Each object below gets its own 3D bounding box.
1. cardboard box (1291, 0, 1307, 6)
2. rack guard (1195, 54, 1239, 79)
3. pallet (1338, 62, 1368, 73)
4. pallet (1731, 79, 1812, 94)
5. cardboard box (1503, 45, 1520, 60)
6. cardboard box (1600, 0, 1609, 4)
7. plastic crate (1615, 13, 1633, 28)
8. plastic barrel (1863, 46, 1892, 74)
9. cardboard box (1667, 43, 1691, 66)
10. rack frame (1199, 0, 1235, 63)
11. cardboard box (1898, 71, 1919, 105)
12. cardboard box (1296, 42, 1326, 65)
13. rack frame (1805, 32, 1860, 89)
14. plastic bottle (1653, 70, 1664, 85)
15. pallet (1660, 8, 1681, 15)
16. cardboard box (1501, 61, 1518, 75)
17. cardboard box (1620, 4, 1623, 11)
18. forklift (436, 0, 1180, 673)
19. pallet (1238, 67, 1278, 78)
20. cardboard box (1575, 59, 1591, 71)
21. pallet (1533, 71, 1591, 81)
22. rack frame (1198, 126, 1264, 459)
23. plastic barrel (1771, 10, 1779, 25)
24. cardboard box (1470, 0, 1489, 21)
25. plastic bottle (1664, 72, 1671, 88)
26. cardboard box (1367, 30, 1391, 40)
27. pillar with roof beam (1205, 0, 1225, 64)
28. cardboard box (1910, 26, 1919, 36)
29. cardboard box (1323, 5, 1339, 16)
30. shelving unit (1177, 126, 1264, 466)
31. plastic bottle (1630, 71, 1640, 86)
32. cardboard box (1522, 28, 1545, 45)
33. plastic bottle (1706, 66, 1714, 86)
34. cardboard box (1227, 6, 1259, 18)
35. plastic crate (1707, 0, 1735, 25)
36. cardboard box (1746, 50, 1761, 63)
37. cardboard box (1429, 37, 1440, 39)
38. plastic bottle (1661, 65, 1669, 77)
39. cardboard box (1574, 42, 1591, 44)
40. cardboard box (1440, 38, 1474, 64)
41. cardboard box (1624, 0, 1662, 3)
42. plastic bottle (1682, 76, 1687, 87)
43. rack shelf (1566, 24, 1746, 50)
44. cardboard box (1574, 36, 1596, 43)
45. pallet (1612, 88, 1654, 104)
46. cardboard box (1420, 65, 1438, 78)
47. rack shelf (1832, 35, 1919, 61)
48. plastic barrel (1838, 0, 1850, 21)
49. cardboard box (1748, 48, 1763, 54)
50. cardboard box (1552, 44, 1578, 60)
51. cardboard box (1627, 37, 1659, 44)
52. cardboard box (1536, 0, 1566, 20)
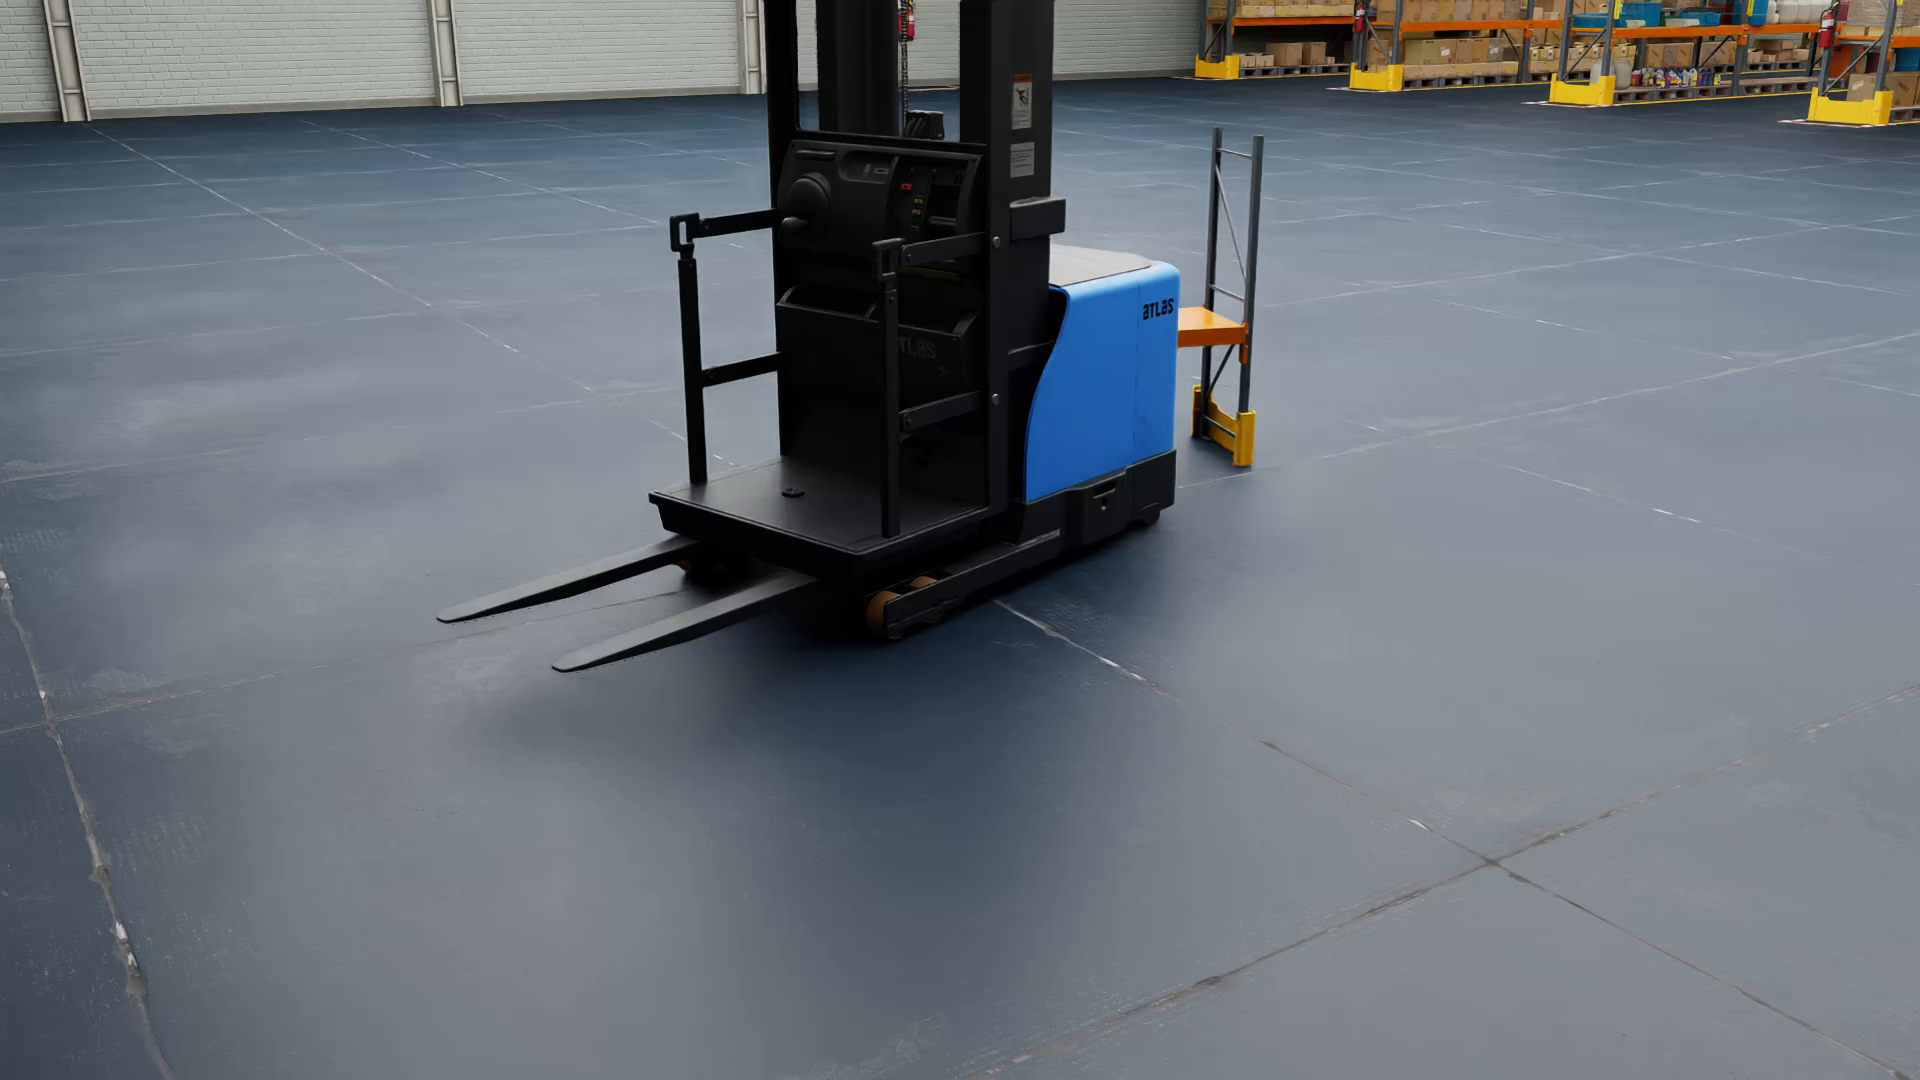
[{"bbox_3d":[7.650,-12.566,38.263,0.500,0.500,0.500,-11,22,-30],"label":"cardboard box"},{"bbox_3d":[5.872,-10.830,37.999,0.348,0.500,1.175,-12,22,-31],"label":"rack guard"},{"bbox_3d":[9.798,-11.522,40.496,1.213,0.211,1.003,-12,22,-31],"label":"pallet"},{"bbox_3d":[16.252,-9.099,33.330,1.213,0.211,1.003,-12,22,-31],"label":"pallet"},{"bbox_3d":[12.057,-10.691,36.447,0.500,0.311,0.500,-12,22,-31],"label":"cardboard box"},{"bbox_3d":[16.905,-14.475,44.409,0.700,0.700,0.980,-13,22,-33],"label":"cardboard box"},{"bbox_3d":[12.056,-9.561,30.576,0.408,0.251,0.499,-12,22,-31],"label":"plastic crate"},{"bbox_3d":[19.281,-10.106,35.064,0.708,0.588,0.600,-12,22,-31],"label":"plastic barrel"},{"bbox_3d":[16.610,-11.294,38.685,0.500,0.500,0.500,-12,22,-32],"label":"cardboard box"},{"bbox_3d":[5.808,-12.001,37.559,0.127,3.000,1.000,-12,22,-31],"label":"rack frame"},{"bbox_3d":[15.525,-7.366,27.097,0.500,0.500,0.500,-10,21,-26],"label":"cardboard box"},{"bbox_3d":[8.304,-11.536,39.400,0.500,0.500,0.500,-14,23,-35],"label":"cardboard box"},{"bbox_3d":[17.938,-10.760,33.889,0.127,3.000,1.000,-12,22,-31],"label":"rack frame"},{"bbox_3d":[13.285,-8.799,31.654,0.135,0.276,0.152,-12,22,-31],"label":"plastic bottle"},{"bbox_3d":[15.745,-12.133,38.249,1.003,0.211,1.213,-12,22,-31],"label":"pallet"},{"bbox_3d":[11.609,-10.137,35.684,0.500,0.250,0.500,-12,22,-31],"label":"cardboard box"},{"bbox_3d":[14.889,-11.991,37.669,0.500,0.311,0.500,-10,21,-28],"label":"cardboard box"},{"bbox_3d":[-0.438,-1.228,5.800,1.130,2.935,3.031,15,24,38],"label":"forklift"},{"bbox_3d":[6.570,-10.827,38.440,1.213,0.211,1.003,-12,22,-31],"label":"pallet"},{"bbox_3d":[13.634,-10.553,36.914,0.500,0.250,0.500,-11,22,-30],"label":"cardboard box"},{"bbox_3d":[13.490,-10.416,37.226,1.213,0.211,1.003,-12,22,-31],"label":"pallet"},{"bbox_3d":[1.264,-1.151,7.807,0.032,1.500,0.500,-5,19,-14],"label":"rack frame"},{"bbox_3d":[15.787,-10.182,32.395,0.301,0.262,0.301,0,19,0],"label":"plastic barrel"},{"bbox_3d":[10.651,-11.167,34.935,0.500,0.500,0.700,-12,22,-31],"label":"cardboard box"},{"bbox_3d":[13.142,-8.543,30.887,0.133,0.283,0.061,-11,22,-31],"label":"plastic bottle"},{"bbox_3d":[10.120,-12.297,40.481,0.500,0.250,0.500,-12,22,-33],"label":"cardboard box"},{"bbox_3d":[8.285,-14.046,34.241,0.400,9.000,9.100,-12,22,-31],"label":"pillar with roof beam"},{"bbox_3d":[14.786,-7.972,26.035,0.250,0.149,0.380,-12,22,-31],"label":"cardboard box"},{"bbox_3d":[8.499,-12.394,38.924,0.500,0.250,0.500,-12,22,-31],"label":"cardboard box"},{"bbox_3d":[0.781,-1.110,7.686,1.083,1.500,0.587,-5,19,-14],"label":"shelving unit"},{"bbox_3d":[12.775,-8.747,31.500,0.135,0.276,0.152,-12,22,-31],"label":"plastic bottle"},{"bbox_3d":[14.618,-12.988,43.181,0.750,0.750,0.750,-11,22,-30],"label":"cardboard box"},{"bbox_3d":[14.218,-8.818,31.595,0.185,0.351,0.144,-13,22,-33],"label":"plastic bottle"},{"bbox_3d":[6.390,-11.940,37.583,0.500,0.250,0.500,-13,22,-33],"label":"cardboard box"},{"bbox_3d":[14.834,-10.253,32.289,0.583,0.464,0.402,-12,22,-31],"label":"plastic crate"},{"bbox_3d":[19.027,-11.741,40.301,0.500,0.311,0.500,-12,22,-31],"label":"cardboard box"},{"bbox_3d":[10.065,-10.370,35.201,0.500,0.500,0.500,-12,22,-31],"label":"cardboard box"},{"bbox_3d":[13.537,-8.945,31.968,0.185,0.351,0.144,-13,23,-34],"label":"plastic bottle"},{"bbox_3d":[14.184,-11.139,37.772,0.500,0.311,0.500,-13,22,-33],"label":"cardboard box"},{"bbox_3d":[10.360,-10.226,34.777,0.500,0.500,0.500,-12,22,-31],"label":"cardboard box"},{"bbox_3d":[15.681,-12.473,38.144,0.700,0.500,0.500,14,23,35],"label":"cardboard box"},{"bbox_3d":[13.567,-8.601,31.186,0.097,0.201,0.097,0,19,0],"label":"plastic bottle"},{"bbox_3d":[12.927,-9.362,30.878,4.000,0.370,1.077,-12,22,-31],"label":"rack shelf"},{"bbox_3d":[16.511,-13.234,44.453,0.500,0.500,0.700,-12,22,-31],"label":"cardboard box"},{"bbox_3d":[11.976,-8.197,30.663,1.213,0.211,1.003,-12,22,-31],"label":"pallet"},{"bbox_3d":[9.521,-9.697,34.381,0.500,0.250,0.500,-12,22,-31],"label":"cardboard box"},{"bbox_3d":[15.651,-8.038,26.959,4.000,0.370,1.077,-12,22,-31],"label":"rack shelf"},{"bbox_3d":[17.717,-10.662,33.385,0.708,0.536,0.600,-12,22,-31],"label":"plastic barrel"},{"bbox_3d":[19.504,-12.033,41.166,0.500,0.311,0.500,-12,22,-31],"label":"cardboard box"},{"bbox_3d":[13.211,-10.727,36.554,0.500,0.311,0.500,-13,22,-33],"label":"cardboard box"},{"bbox_3d":[15.914,-11.704,38.725,0.500,0.250,0.500,-11,22,-29],"label":"cardboard box"},{"bbox_3d":[12.967,-11.652,36.371,0.500,0.500,0.500,-10,21,-28],"label":"cardboard box"}]
